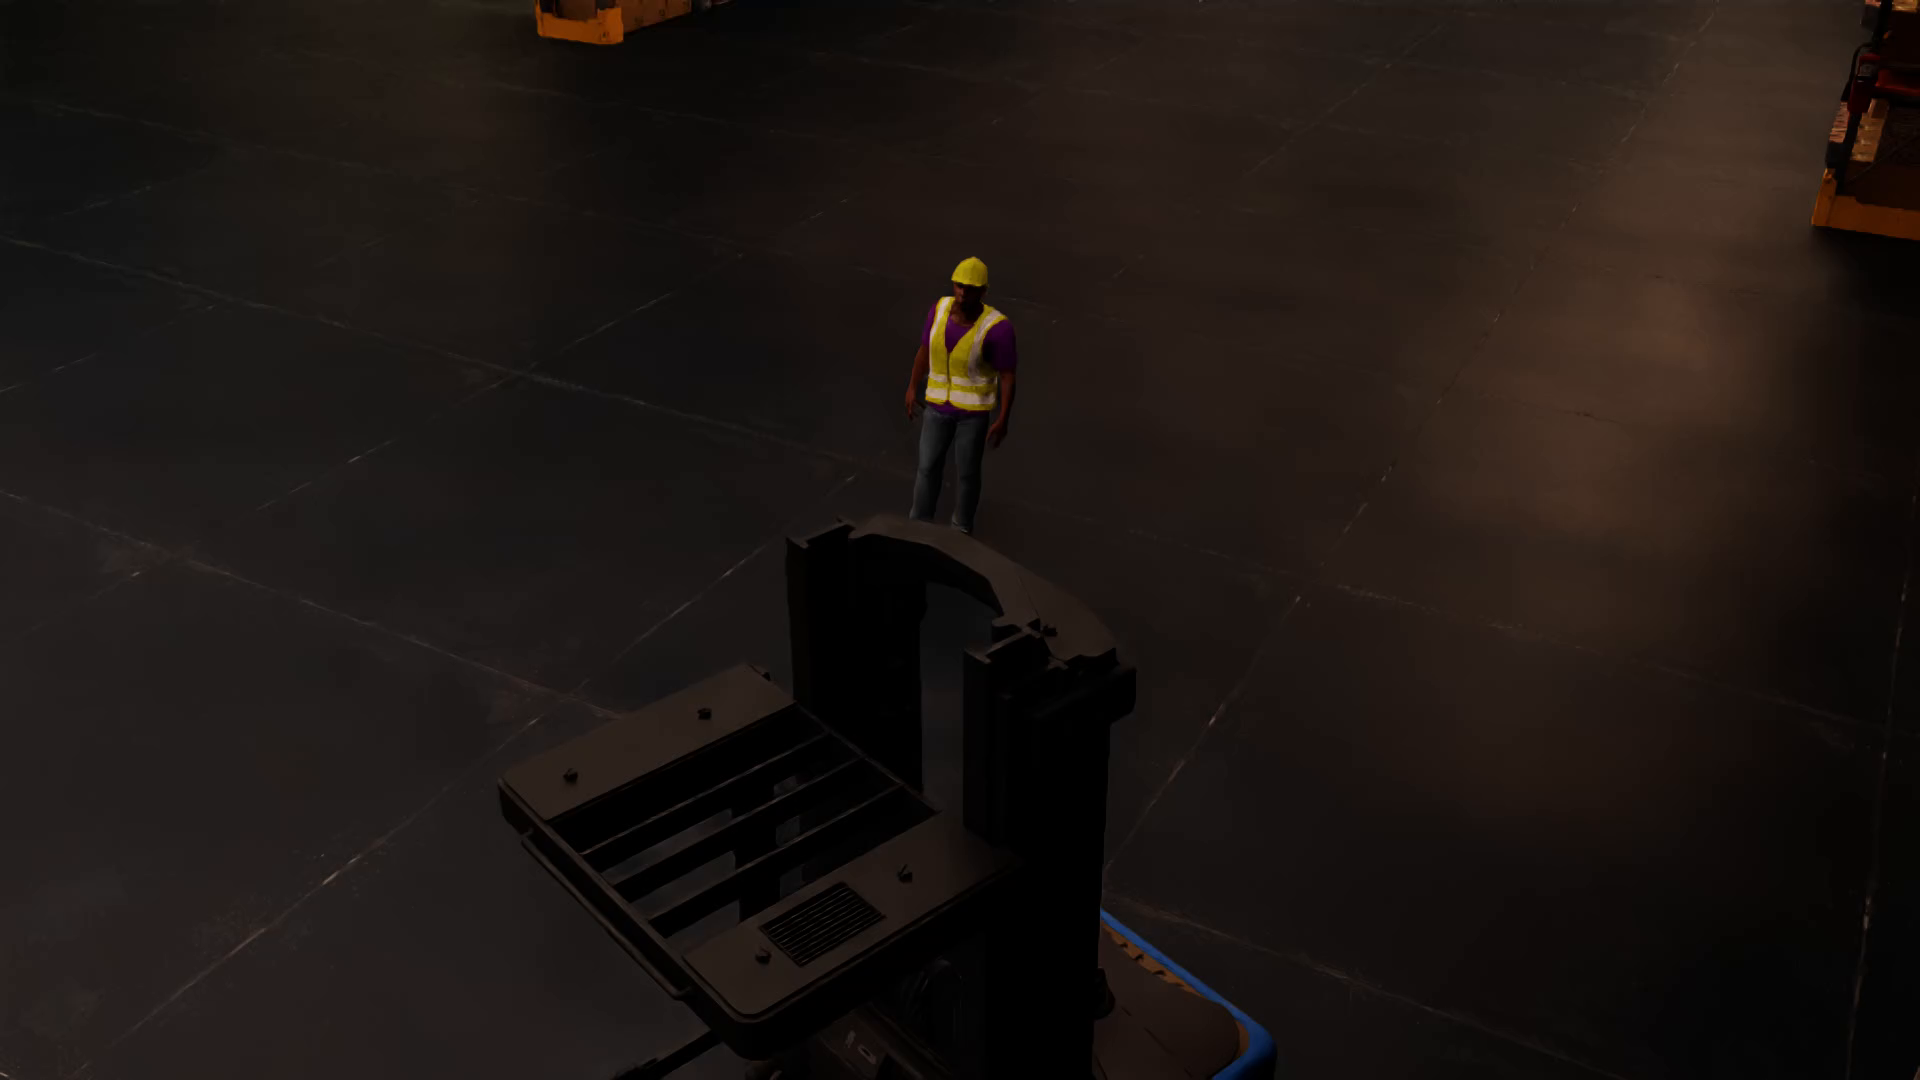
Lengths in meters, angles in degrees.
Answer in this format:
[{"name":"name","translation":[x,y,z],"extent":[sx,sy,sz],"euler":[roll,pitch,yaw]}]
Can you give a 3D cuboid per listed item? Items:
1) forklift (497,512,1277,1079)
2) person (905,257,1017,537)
[{"name":"forklift","translation":[-0.437,1.512,4.450],"extent":[3.031,2.935,1.130],"euler":[-24,37,-35]},{"name":"person","translation":[-0.039,-0.742,9.507],"extent":[0.665,1.766,0.576],"euler":[15,33,25]}]
